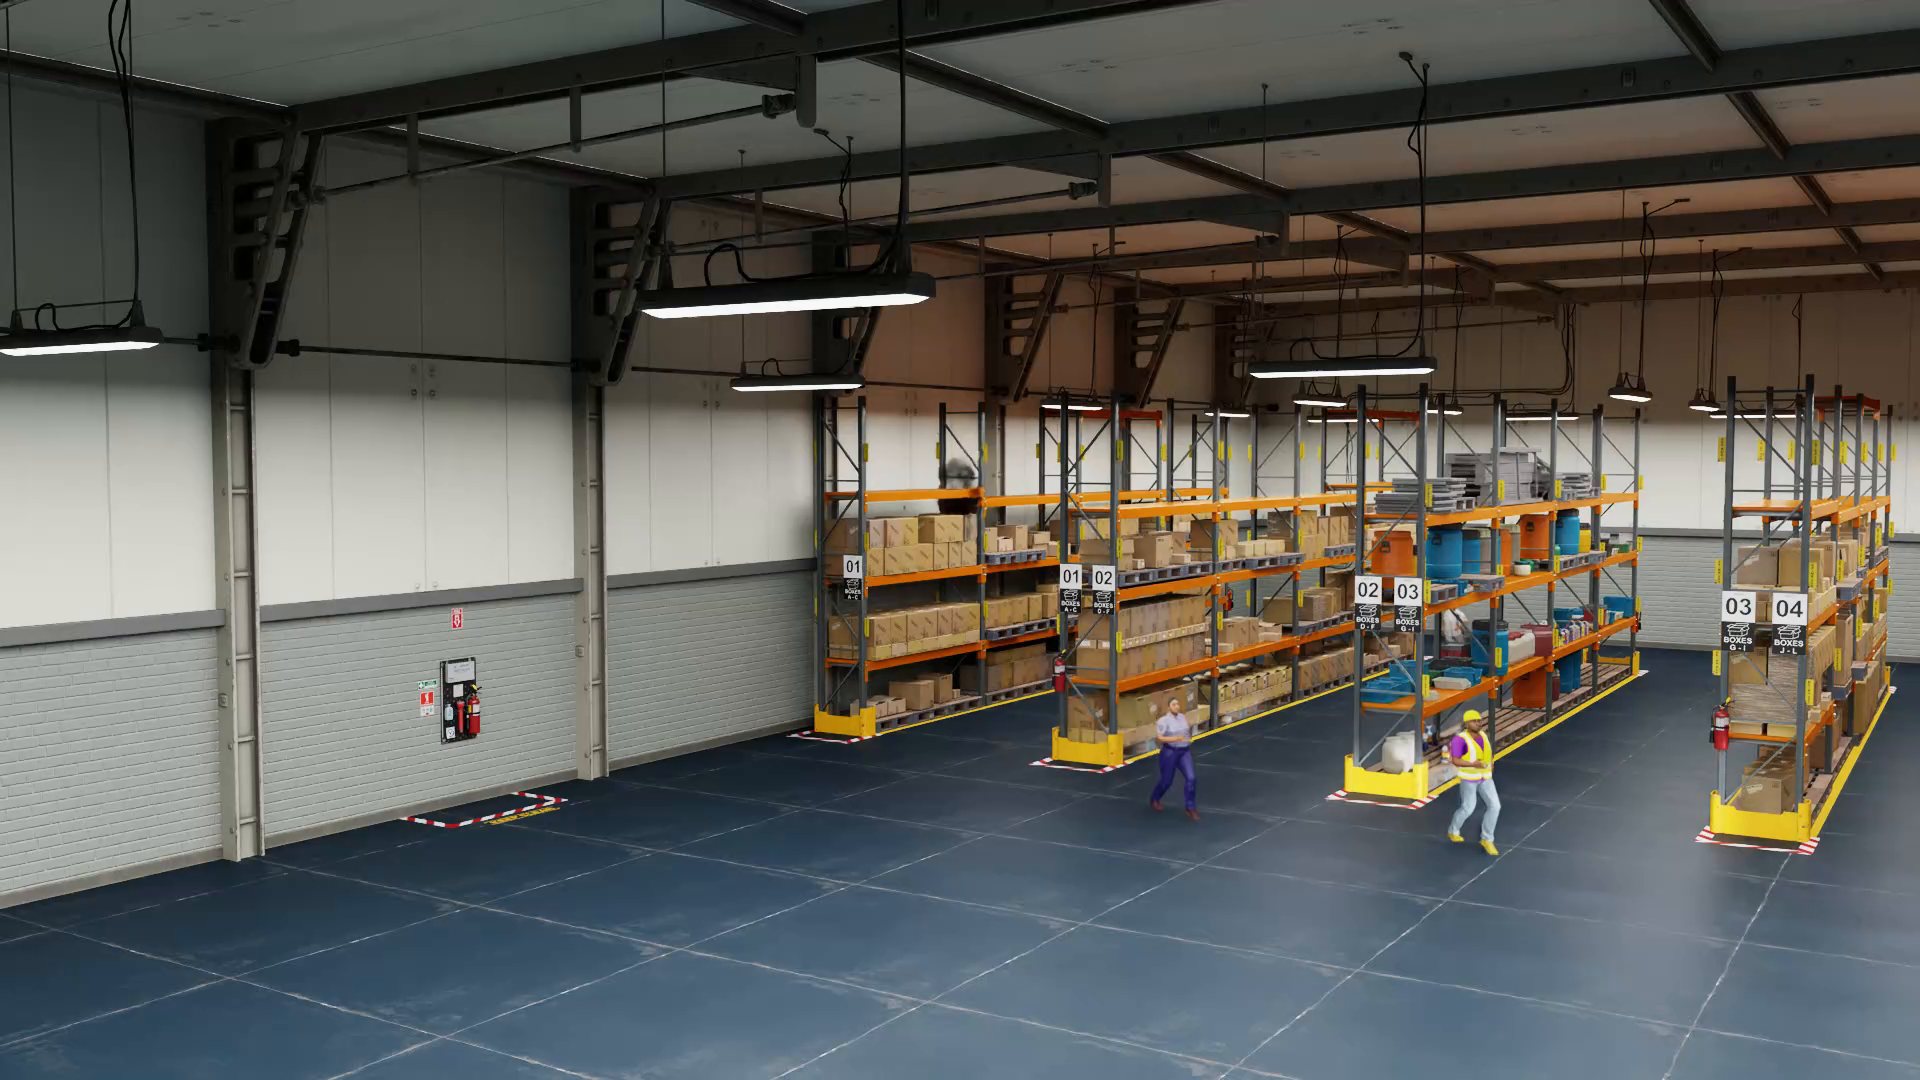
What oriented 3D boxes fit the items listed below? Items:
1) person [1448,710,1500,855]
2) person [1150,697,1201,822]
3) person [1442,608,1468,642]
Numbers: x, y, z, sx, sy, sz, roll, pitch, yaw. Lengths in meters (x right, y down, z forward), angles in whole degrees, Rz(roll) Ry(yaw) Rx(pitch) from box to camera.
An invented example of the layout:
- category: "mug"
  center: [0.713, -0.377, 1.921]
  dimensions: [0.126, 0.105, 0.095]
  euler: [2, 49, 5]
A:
- category: "person"
  center: [6.491, 3.039, 20.971]
  dimensions: [0.706, 1.803, 0.764]
  euler: [-1, 3, -20]
- category: "person"
  center: [2.972, 2.991, 22.882]
  dimensions: [0.608, 1.670, 0.894]
  euler: [-1, 3, -26]
- category: "person"
  center: [11.246, 2.198, 37.871]
  dimensions: [0.617, 1.676, 0.768]
  euler: [2, 3, 31]
